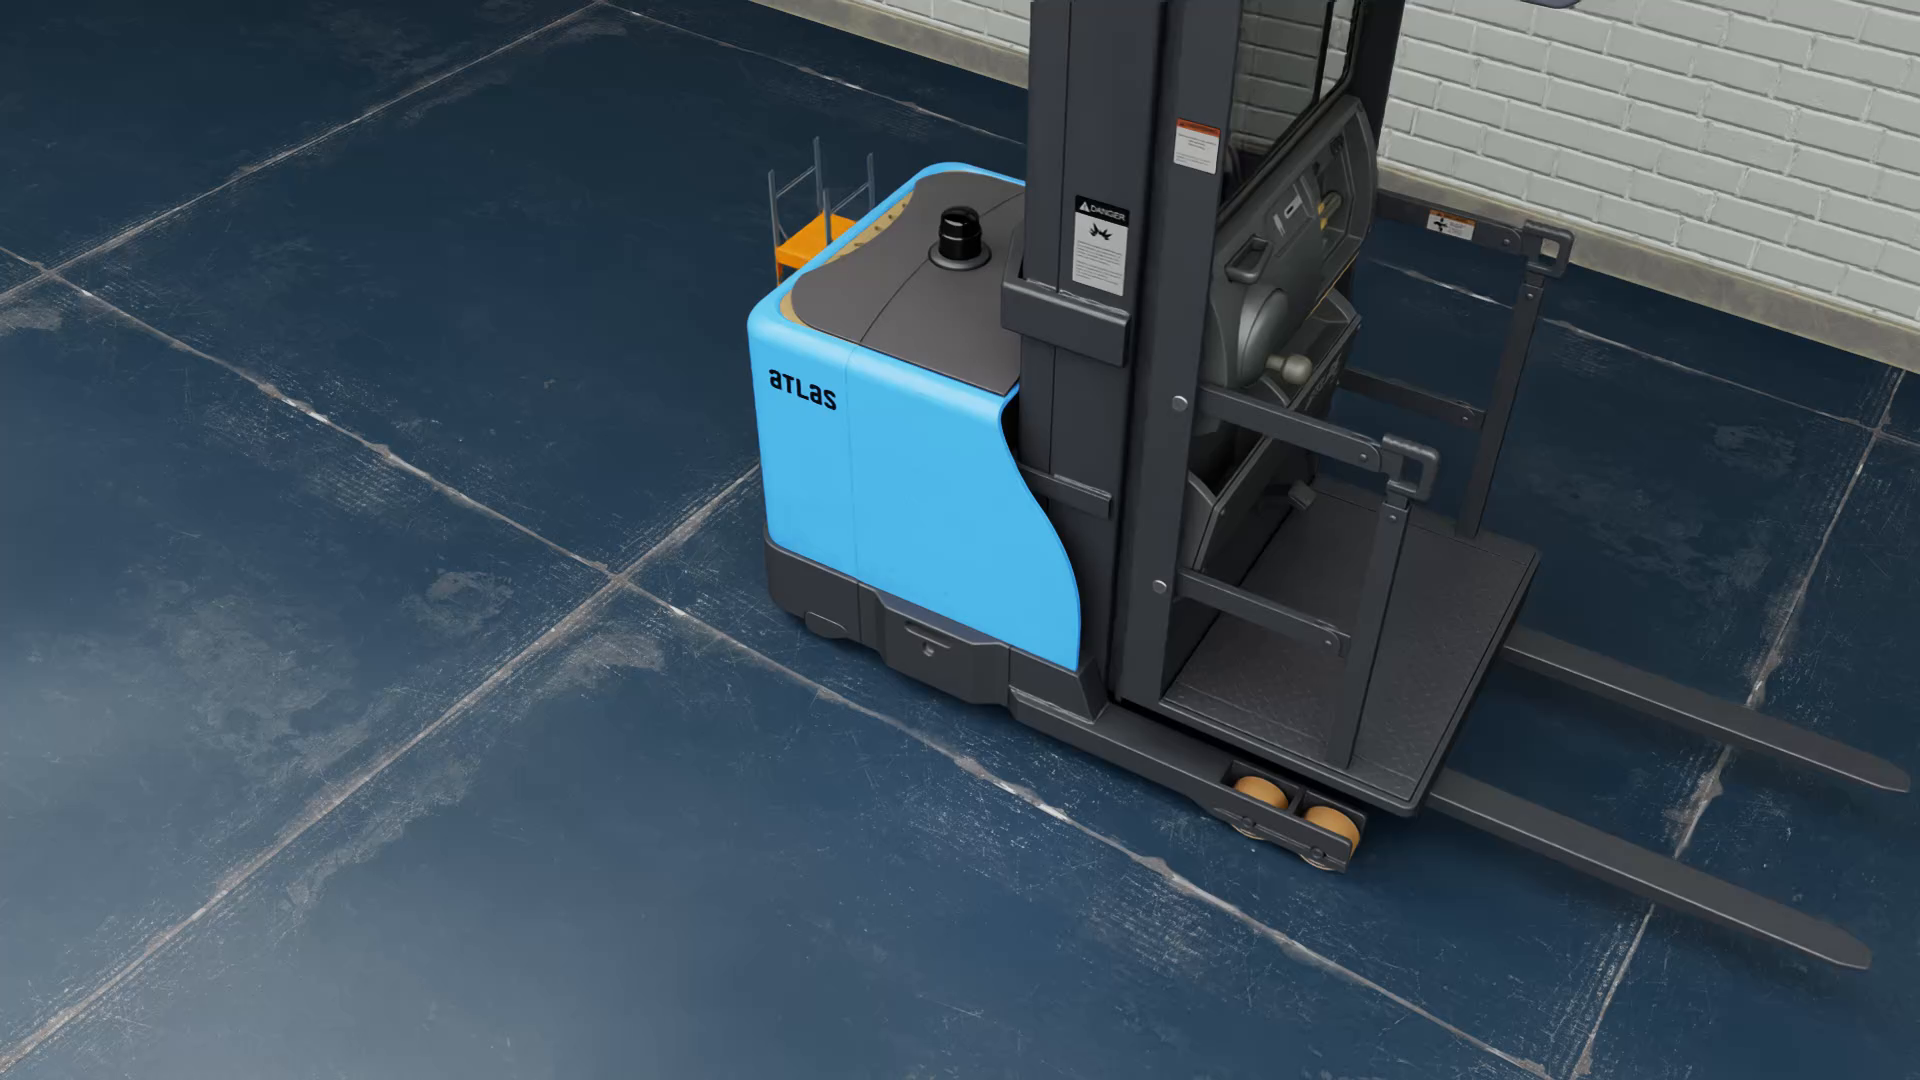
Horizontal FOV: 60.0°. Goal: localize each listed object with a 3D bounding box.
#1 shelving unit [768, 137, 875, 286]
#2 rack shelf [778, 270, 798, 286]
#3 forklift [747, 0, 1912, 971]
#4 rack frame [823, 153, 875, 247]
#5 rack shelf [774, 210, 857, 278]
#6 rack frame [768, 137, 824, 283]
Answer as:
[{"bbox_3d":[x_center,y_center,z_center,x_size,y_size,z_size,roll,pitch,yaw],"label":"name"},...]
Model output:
[{"bbox_3d":[-0.387,-0.600,5.021,0.189,1.200,0.258,22,46,23],"label":"shelving unit"},{"bbox_3d":[-0.387,-0.746,4.891,0.180,0.103,0.258,22,46,23],"label":"rack shelf"},{"bbox_3d":[0.957,-0.649,3.777,3.031,2.935,1.130,22,46,23],"label":"forklift"},{"bbox_3d":[-0.308,-0.569,4.986,0.006,1.200,0.240,22,46,23],"label":"rack frame"},{"bbox_3d":[-0.387,-0.835,4.811,0.180,0.103,0.258,22,46,23],"label":"rack shelf"},{"bbox_3d":[-0.465,-0.632,5.056,0.006,1.200,0.240,22,46,23],"label":"rack frame"}]
